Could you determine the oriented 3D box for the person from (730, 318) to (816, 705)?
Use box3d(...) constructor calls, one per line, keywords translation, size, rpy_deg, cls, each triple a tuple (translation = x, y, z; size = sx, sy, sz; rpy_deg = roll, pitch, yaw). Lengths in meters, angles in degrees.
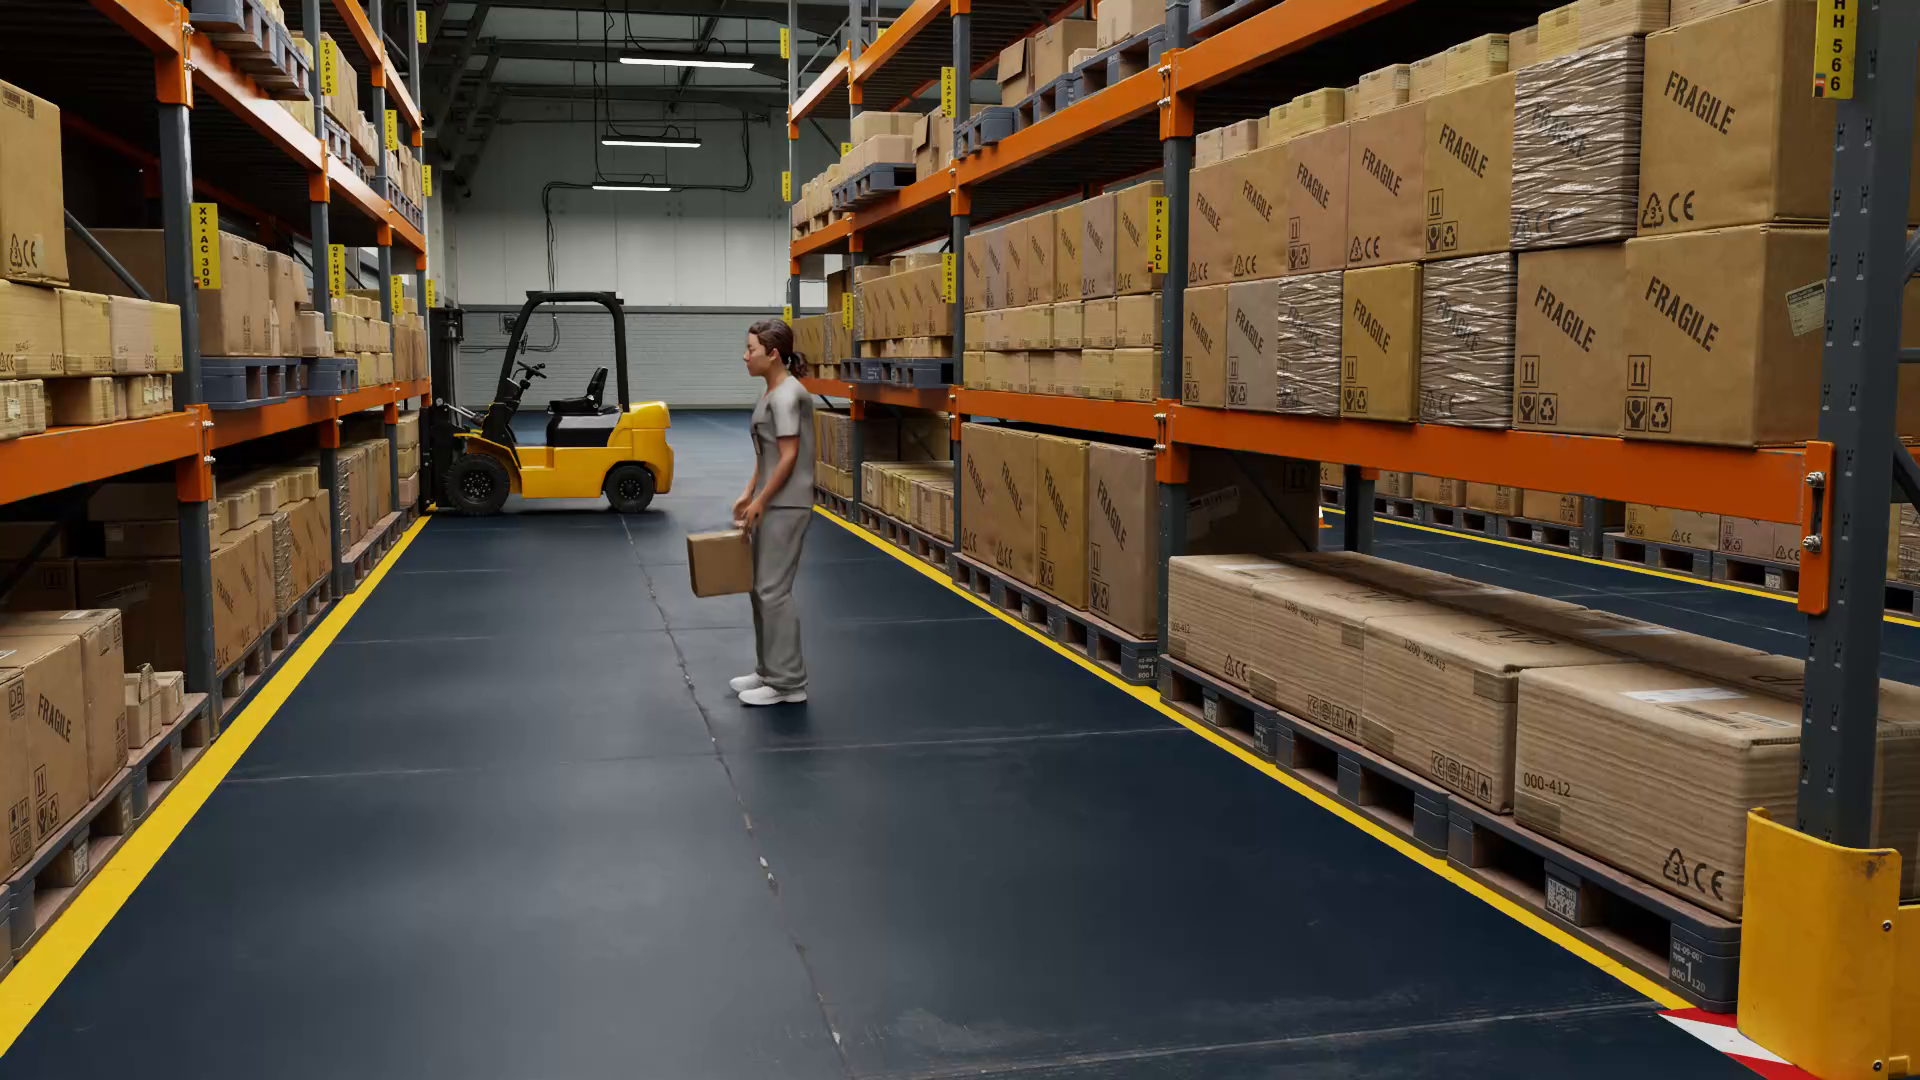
box3d(translation=(-0.821, -0.128, 7.310), size=(0.365, 1.676, 0.471), rpy_deg=(-2, 6, -15), cls="person")
